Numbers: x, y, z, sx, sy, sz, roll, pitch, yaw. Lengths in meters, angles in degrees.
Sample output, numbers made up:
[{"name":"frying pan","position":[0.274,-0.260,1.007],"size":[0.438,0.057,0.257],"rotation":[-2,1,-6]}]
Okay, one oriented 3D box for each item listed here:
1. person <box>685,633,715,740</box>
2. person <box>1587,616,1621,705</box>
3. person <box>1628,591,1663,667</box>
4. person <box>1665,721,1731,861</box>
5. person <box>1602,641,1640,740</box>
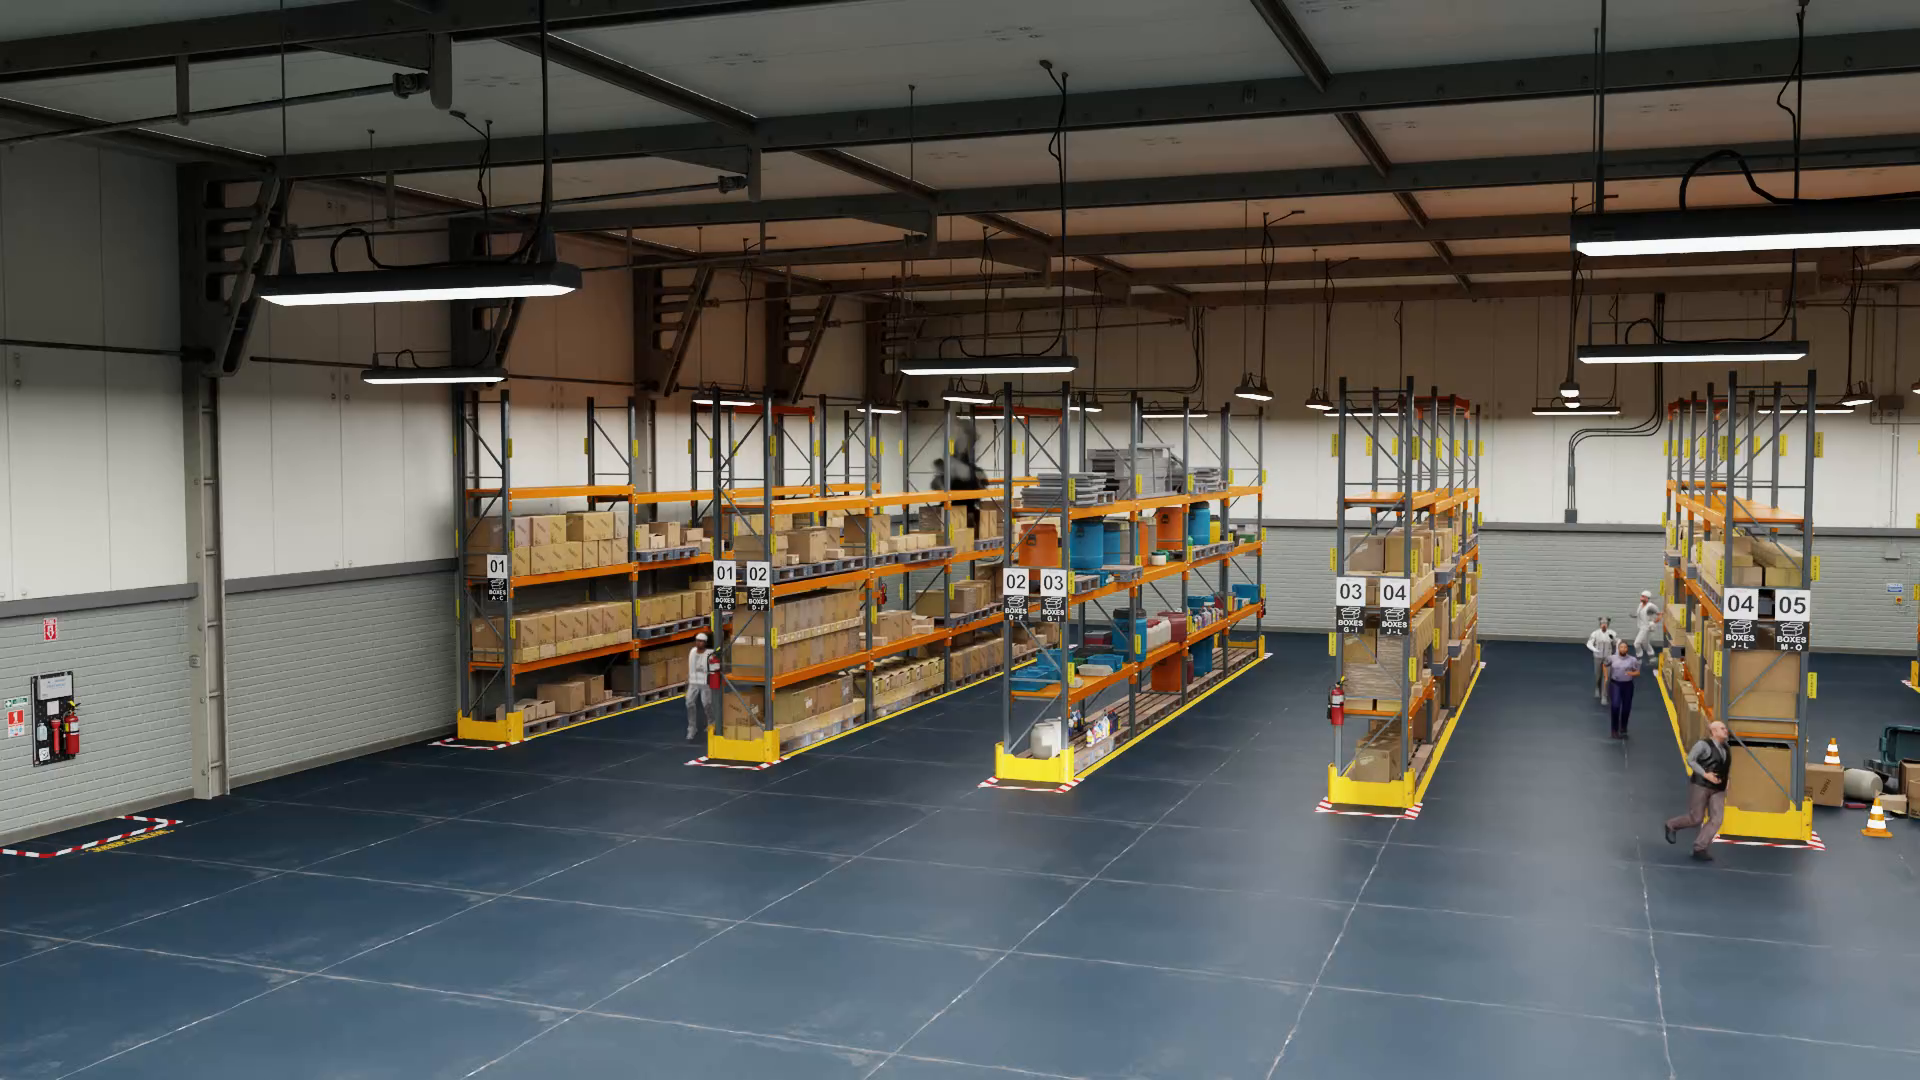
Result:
[{"name":"person","position":[-4.475,2.527,28.828],"size":[0.659,1.848,0.803],"rotation":[1,3,17]},{"name":"person","position":[12.719,2.352,32.849],"size":[0.637,1.712,0.815],"rotation":[1,3,21]},{"name":"person","position":[15.480,2.055,37.517],"size":[0.757,1.839,0.655],"rotation":[0,3,-3]},{"name":"person","position":[9.215,3.050,20.515],"size":[0.686,1.654,0.800],"rotation":[-1,3,-18]},{"name":"person","position":[11.459,2.602,28.803],"size":[0.577,1.714,0.735],"rotation":[1,3,13]}]
